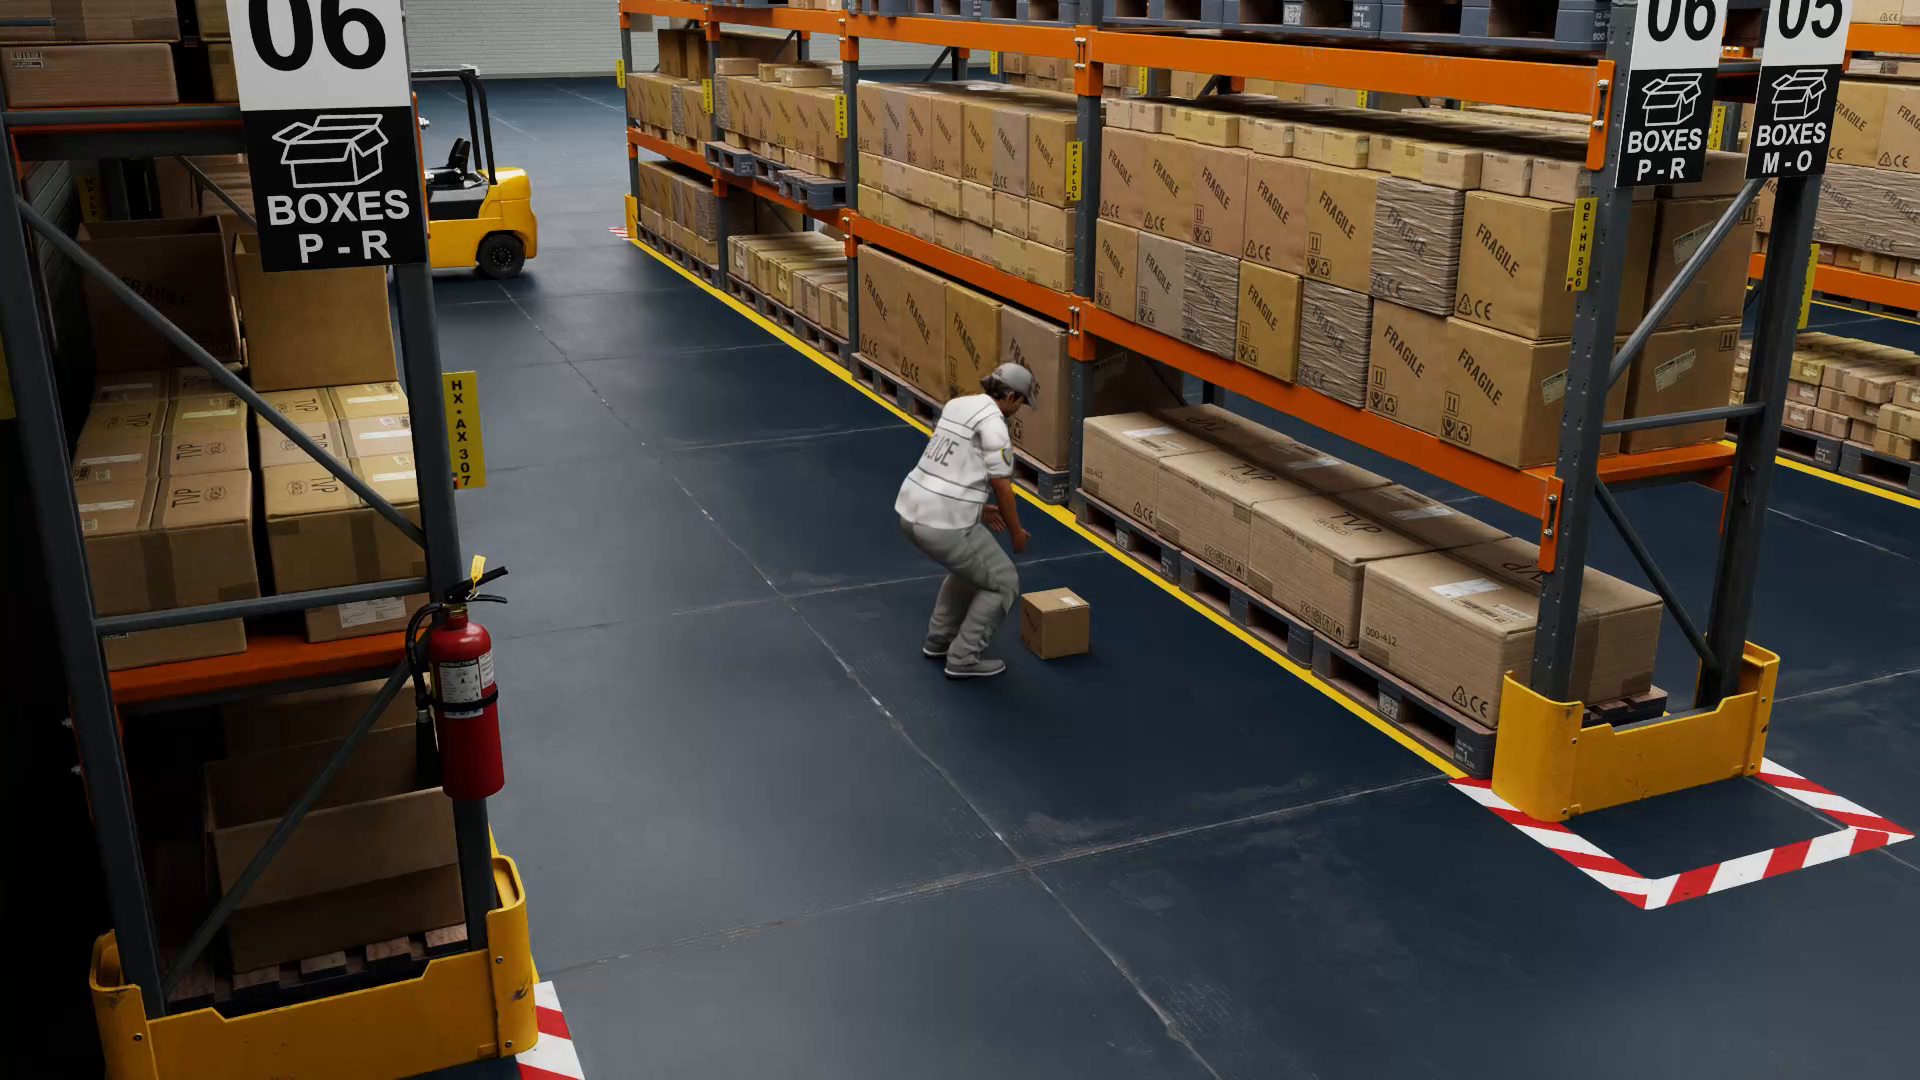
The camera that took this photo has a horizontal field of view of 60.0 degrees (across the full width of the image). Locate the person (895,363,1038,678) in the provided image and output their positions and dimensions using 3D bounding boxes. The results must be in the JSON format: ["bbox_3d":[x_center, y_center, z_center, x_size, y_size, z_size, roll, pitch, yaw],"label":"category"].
[{"bbox_3d":[0.041,-0.101,7.732,0.691,1.432,0.532,-8,20,-22],"label":"person"}]
